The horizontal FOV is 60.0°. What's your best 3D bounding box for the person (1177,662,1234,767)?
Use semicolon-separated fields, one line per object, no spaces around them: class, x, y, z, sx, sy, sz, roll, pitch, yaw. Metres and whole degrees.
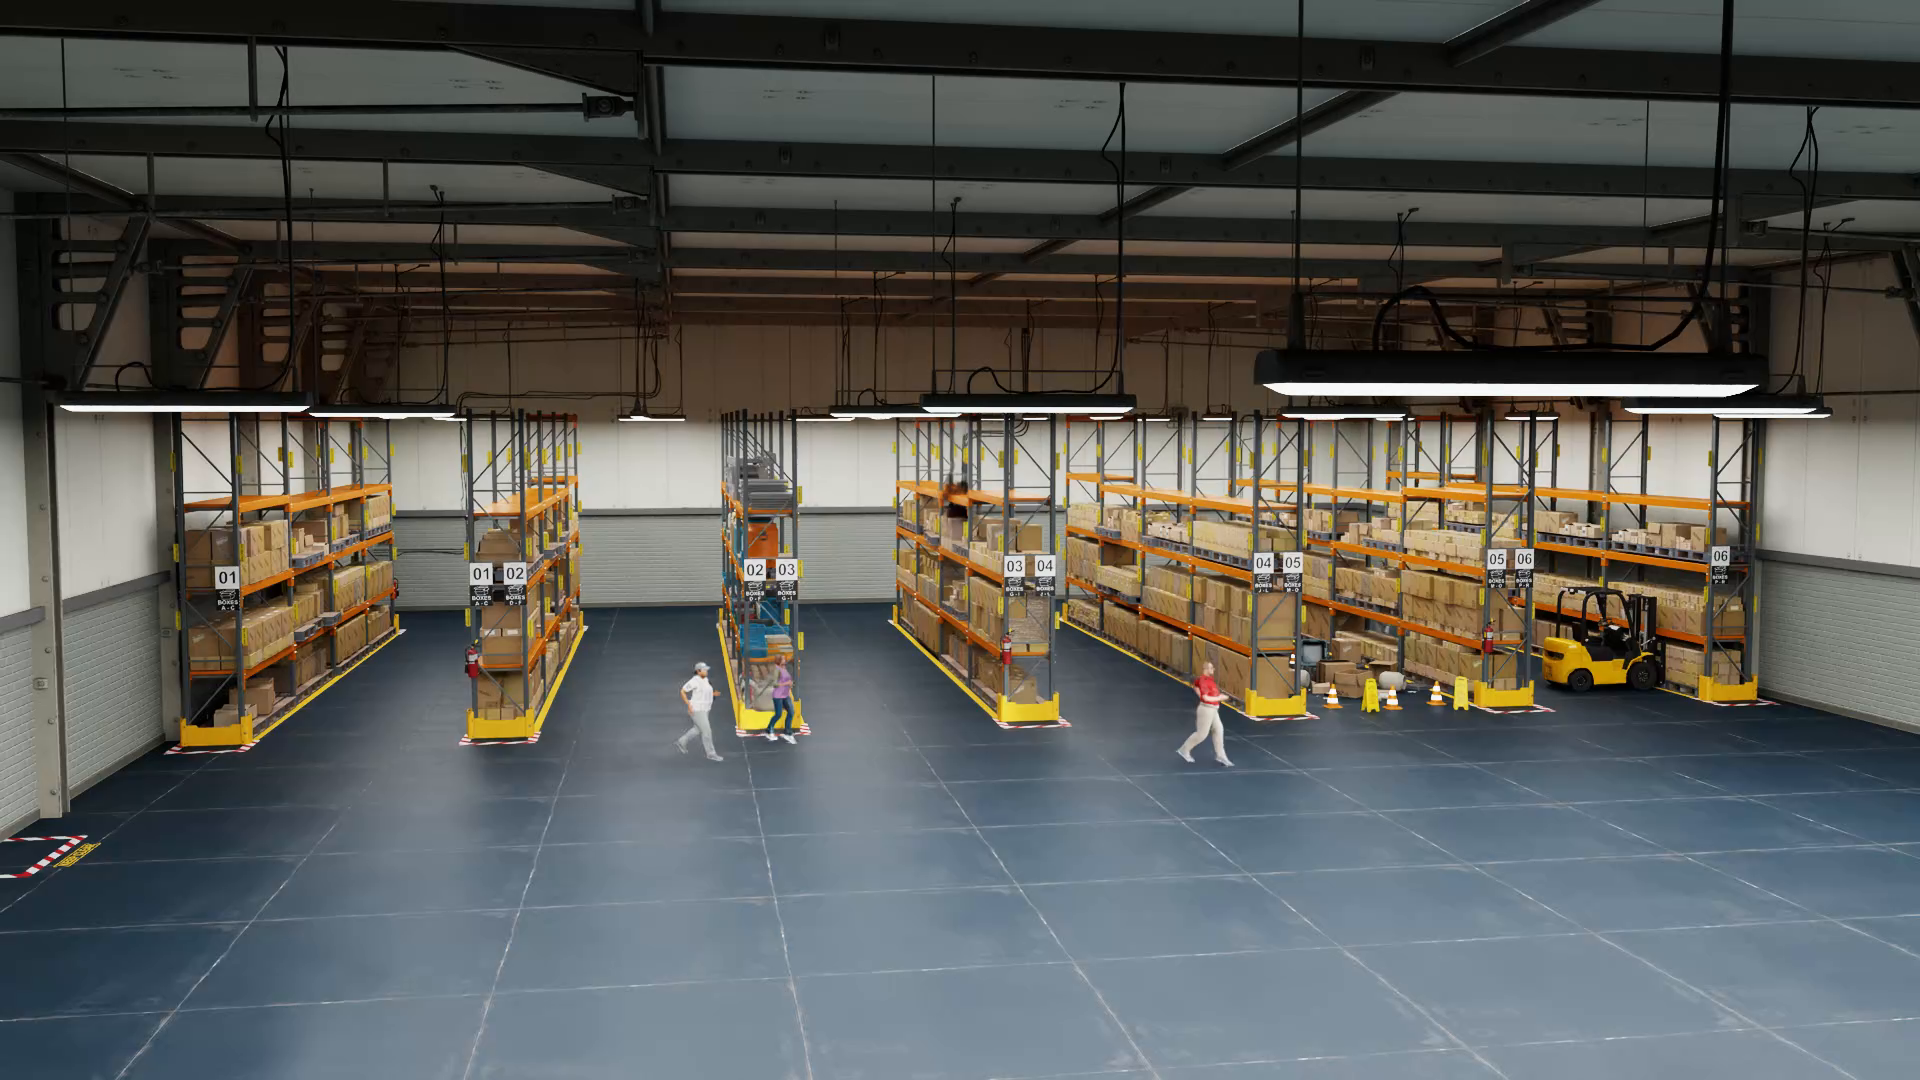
person;4.113;2.913;27.799;0.938;1.766;0.646;1;4;18

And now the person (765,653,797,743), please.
person;-3.222;2.858;29.855;0.649;1.617;0.533;2;4;25

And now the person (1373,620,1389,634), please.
person;11.196;1.873;44.262;0.543;1.559;0.544;-1;4;-17

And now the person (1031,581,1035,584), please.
person;2.072;1.617;47.466;0.599;1.607;0.542;-1;4;-13

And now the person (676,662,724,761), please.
person;-4.441;2.899;28.246;0.936;1.655;0.604;1;4;16
